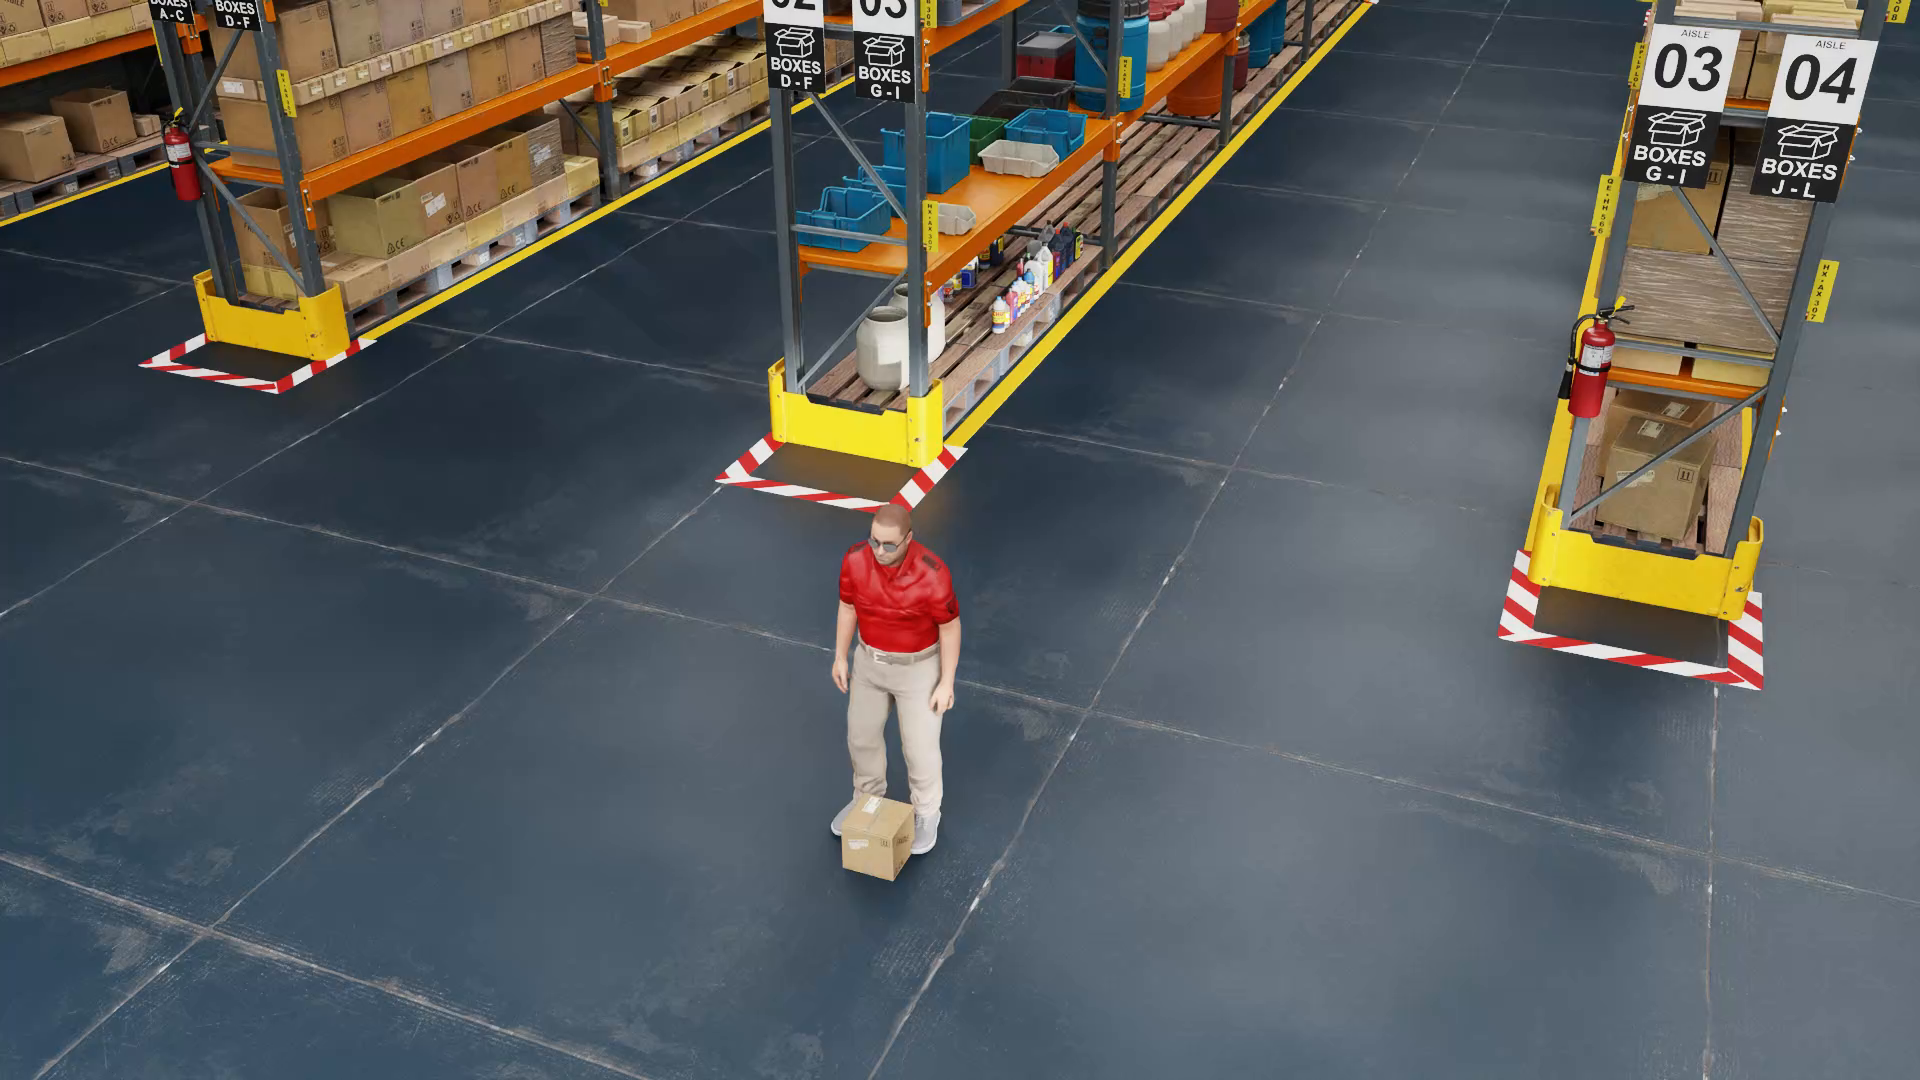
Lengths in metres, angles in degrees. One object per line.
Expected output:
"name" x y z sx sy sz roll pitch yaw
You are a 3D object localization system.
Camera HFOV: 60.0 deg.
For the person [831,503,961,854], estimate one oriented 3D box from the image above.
"person" -0.286 0.583 7.381 0.585 1.726 0.396 11 31 19
